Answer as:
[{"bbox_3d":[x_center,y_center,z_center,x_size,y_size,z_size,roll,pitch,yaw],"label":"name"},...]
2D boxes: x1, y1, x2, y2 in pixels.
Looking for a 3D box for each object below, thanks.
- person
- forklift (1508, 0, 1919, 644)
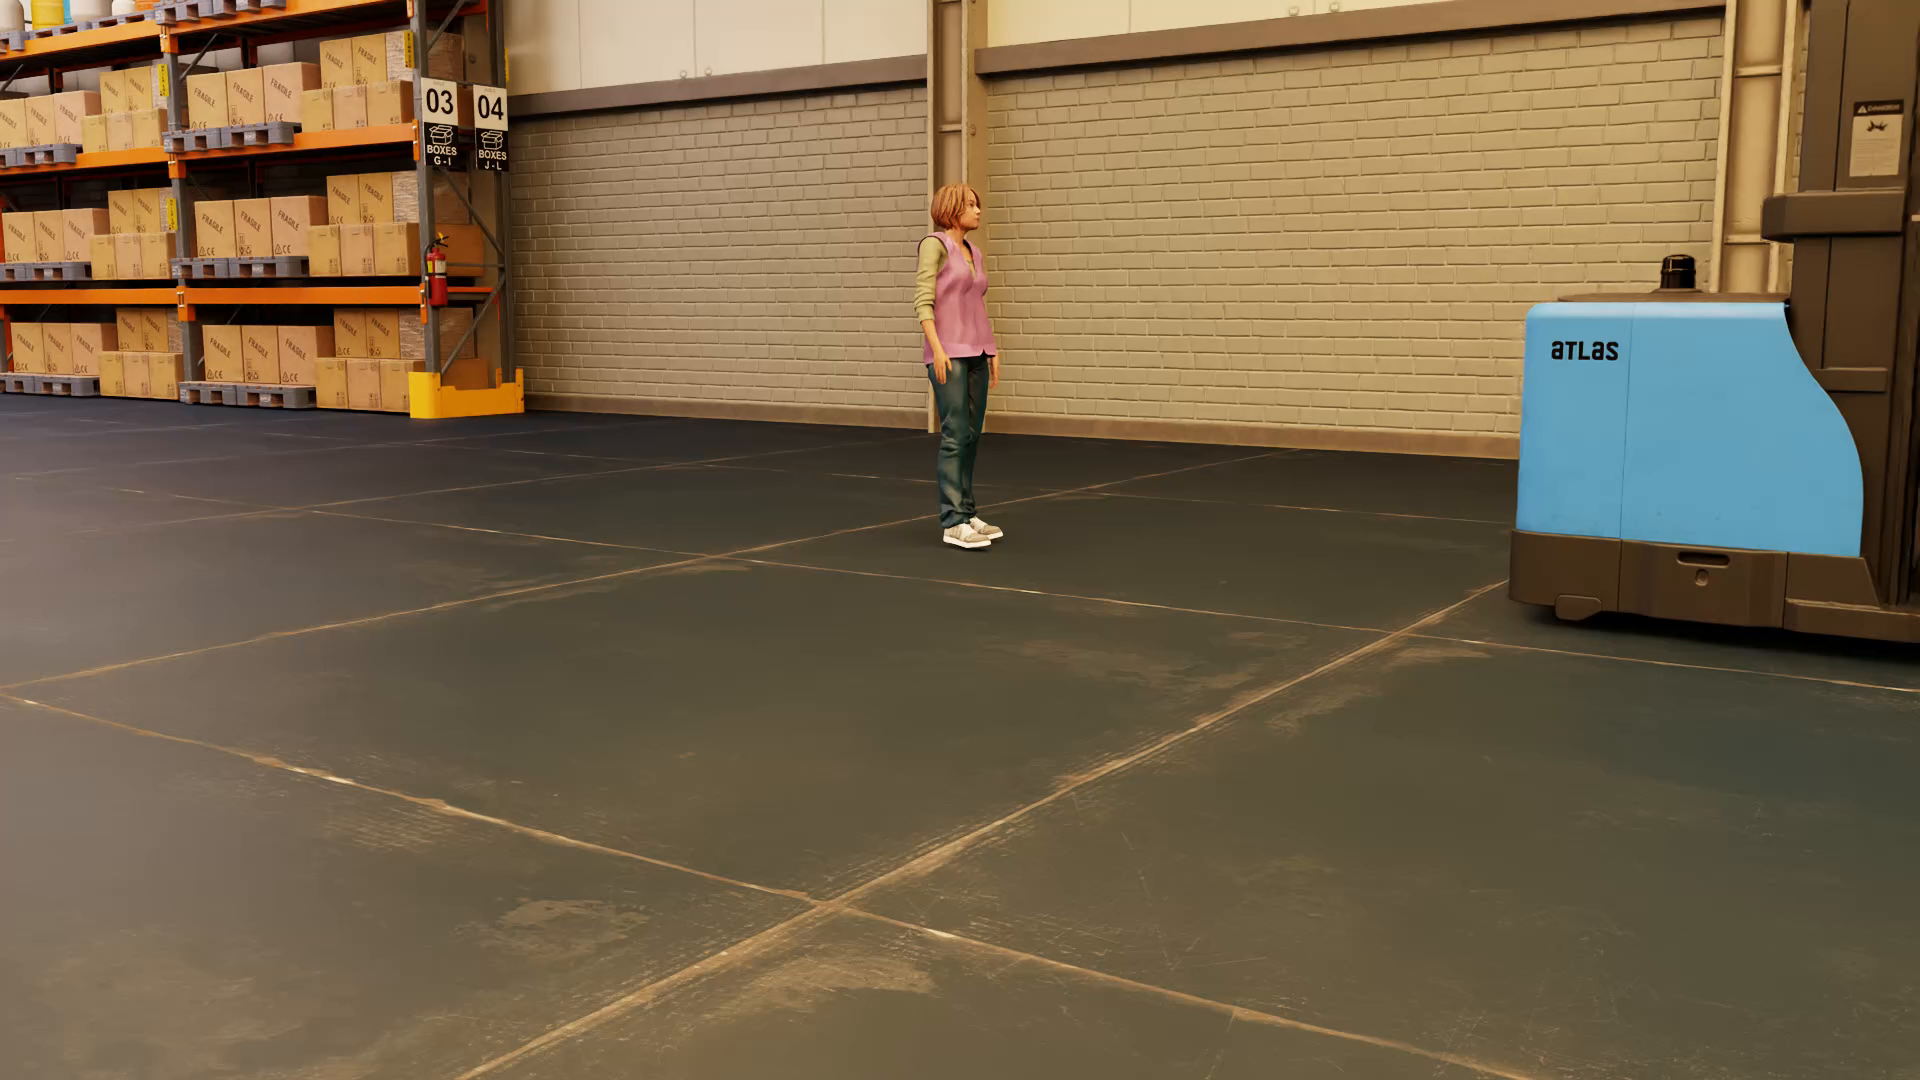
[{"bbox_3d":[0.053,-0.791,7.438,0.476,1.597,0.520,5,10,34],"label":"person"},{"bbox_3d":[3.378,-1.113,5.022,3.031,2.935,1.130,6,10,34],"label":"forklift"}]
